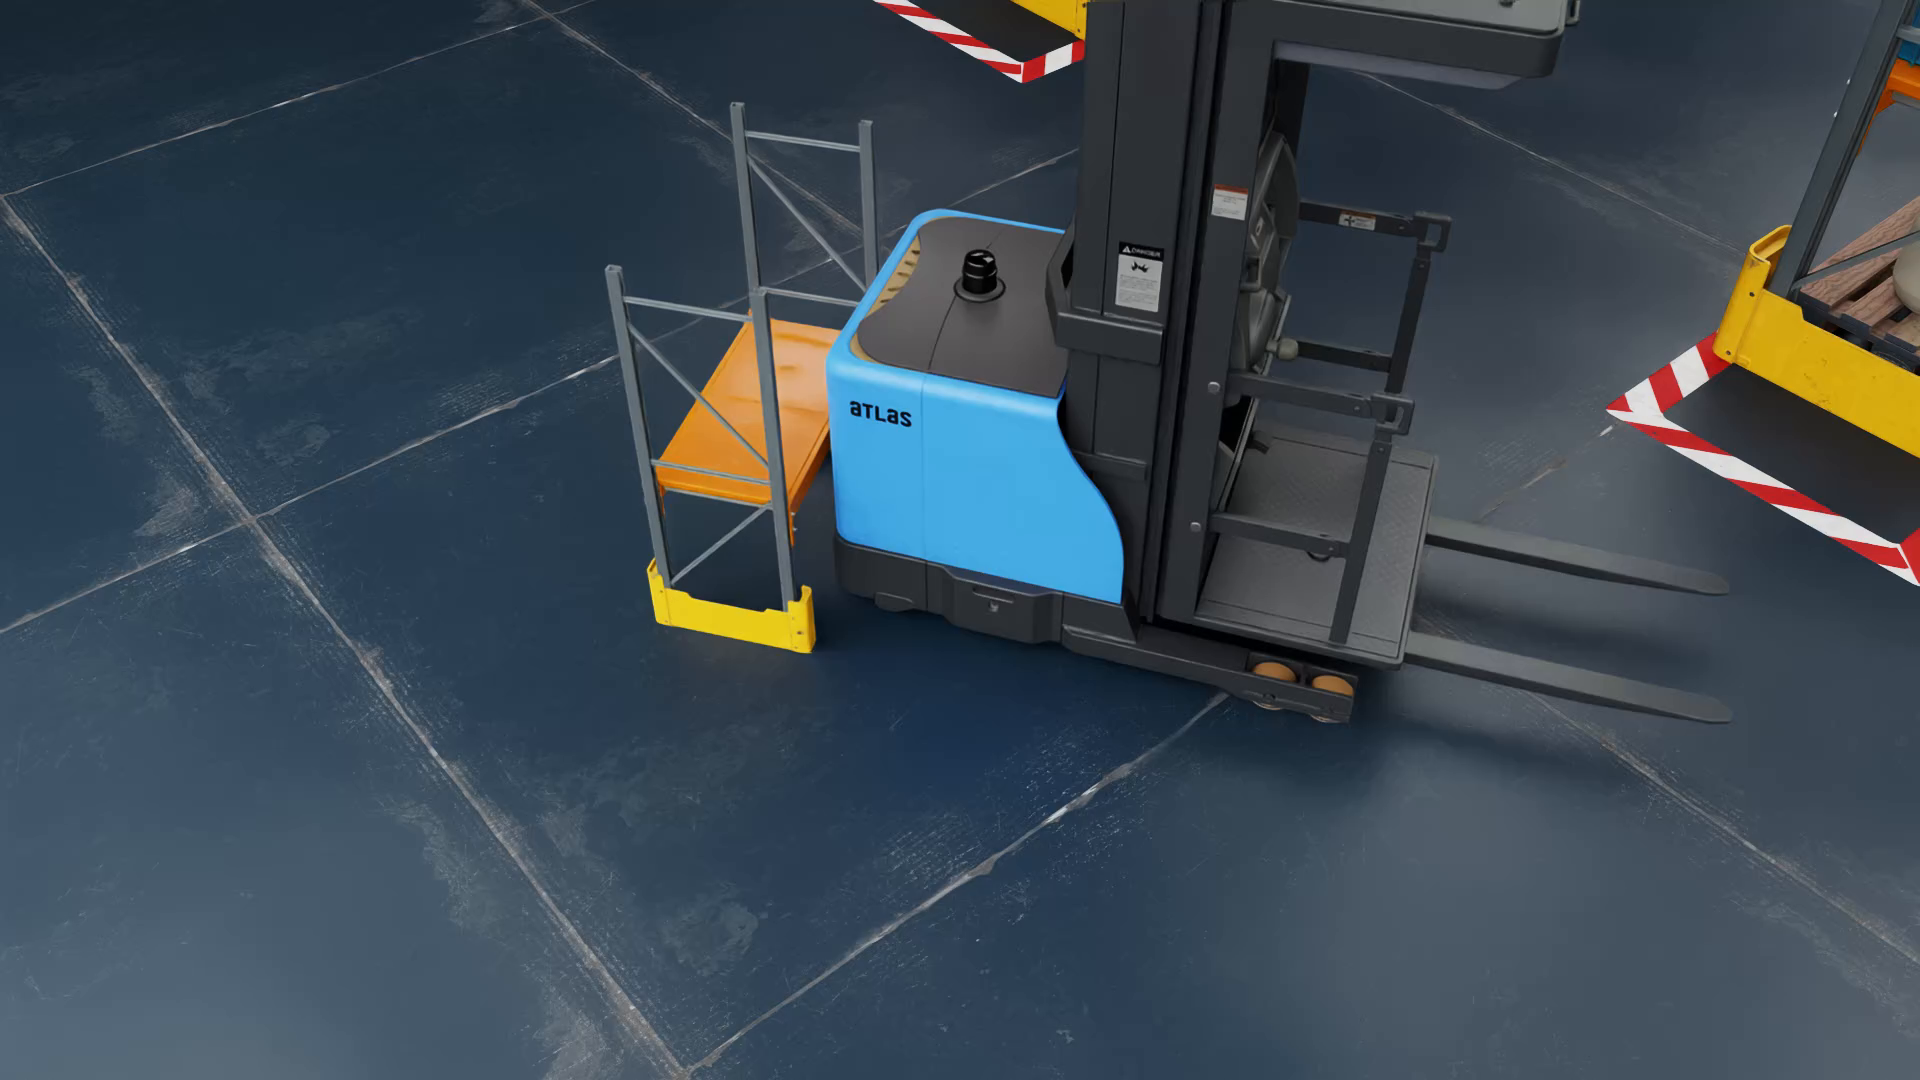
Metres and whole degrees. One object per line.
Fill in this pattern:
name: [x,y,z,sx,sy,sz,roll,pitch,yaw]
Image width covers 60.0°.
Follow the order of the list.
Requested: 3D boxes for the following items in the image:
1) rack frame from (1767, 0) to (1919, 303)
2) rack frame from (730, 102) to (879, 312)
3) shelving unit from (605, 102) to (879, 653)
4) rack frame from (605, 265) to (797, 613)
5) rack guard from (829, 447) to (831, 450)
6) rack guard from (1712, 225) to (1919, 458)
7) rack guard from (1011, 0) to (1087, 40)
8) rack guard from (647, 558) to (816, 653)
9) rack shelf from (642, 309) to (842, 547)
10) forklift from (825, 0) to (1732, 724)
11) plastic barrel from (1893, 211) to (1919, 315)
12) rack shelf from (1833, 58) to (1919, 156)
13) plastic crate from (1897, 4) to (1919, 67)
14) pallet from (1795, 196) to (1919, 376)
rack frame: [3.669,-1.617,5.781,0.127,3.000,1.000,-30,51,-28]
rack frame: [-0.533,-0.885,6.097,0.500,1.500,0.032,11,44,11]
shelving unit: [-0.666,-0.556,5.746,0.587,1.500,1.083,11,44,11]
rack frame: [-0.803,-0.214,5.382,0.500,1.500,0.032,11,44,11]
rack guard: [-0.533,-0.429,6.524,0.587,0.250,0.087,11,44,11]
rack guard: [3.697,-0.764,6.698,0.348,0.500,1.175,-30,51,-28]
rack guard: [0.476,-3.298,9.397,0.348,0.500,1.175,-30,51,-28]
rack guard: [-0.798,0.228,5.824,0.587,0.250,0.087,11,44,11]
rack shelf: [-0.668,-0.419,5.863,0.538,0.185,1.000,11,44,11]
forklift: [1.126,-0.863,5.028,3.031,2.935,1.130,13,45,13]
plastic barrel: [4.125,-1.193,6.839,0.421,0.512,0.421,0,43,0]
rack shelf: [5.203,-2.233,6.963,4.000,0.370,1.077,-30,51,-28]
plastic crate: [3.861,-1.940,6.233,0.616,0.251,0.499,-30,51,-28]
pallet: [4.324,-1.013,7.174,1.213,0.211,1.003,-30,51,-28]
